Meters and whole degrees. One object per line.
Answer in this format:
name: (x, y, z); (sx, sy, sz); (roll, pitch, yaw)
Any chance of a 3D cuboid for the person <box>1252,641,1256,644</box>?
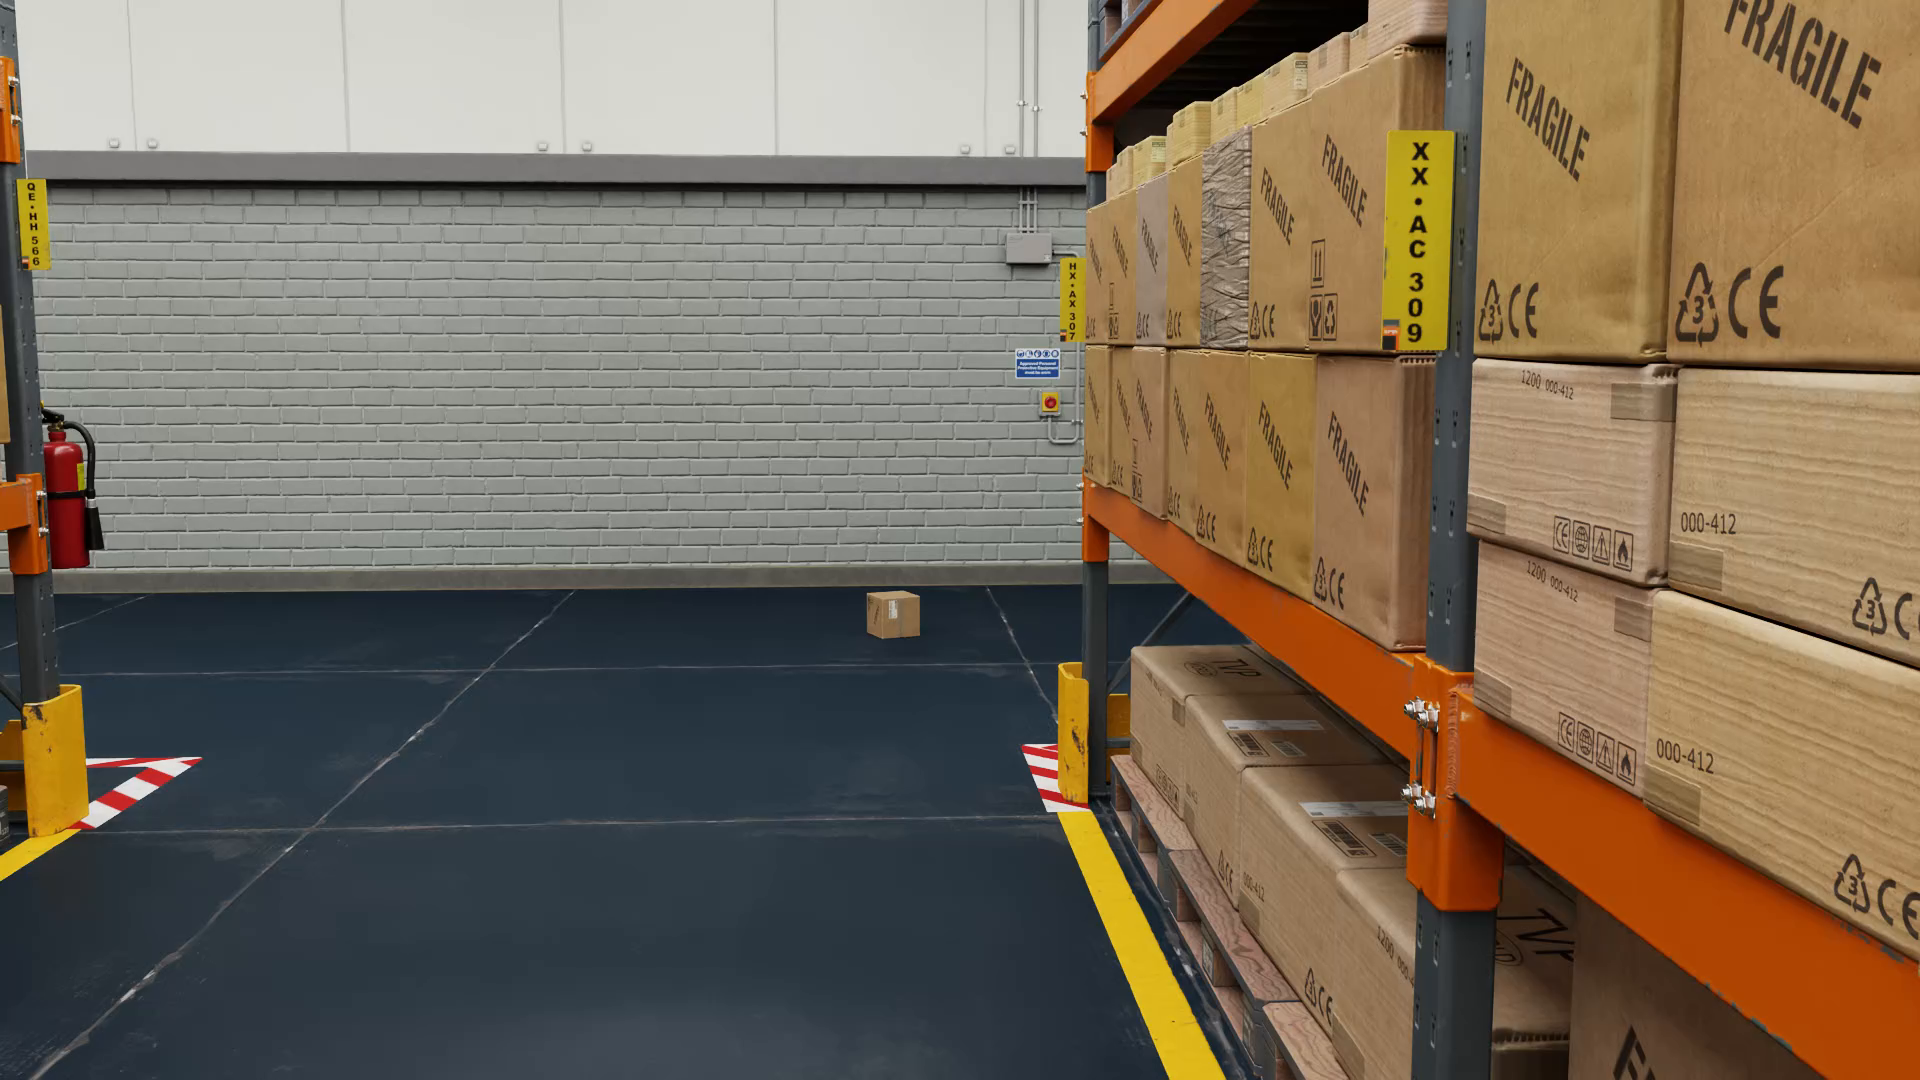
person: (1.812, -0.127, 9.075); (0.441, 1.718, 0.518); (1, 7, 10)
